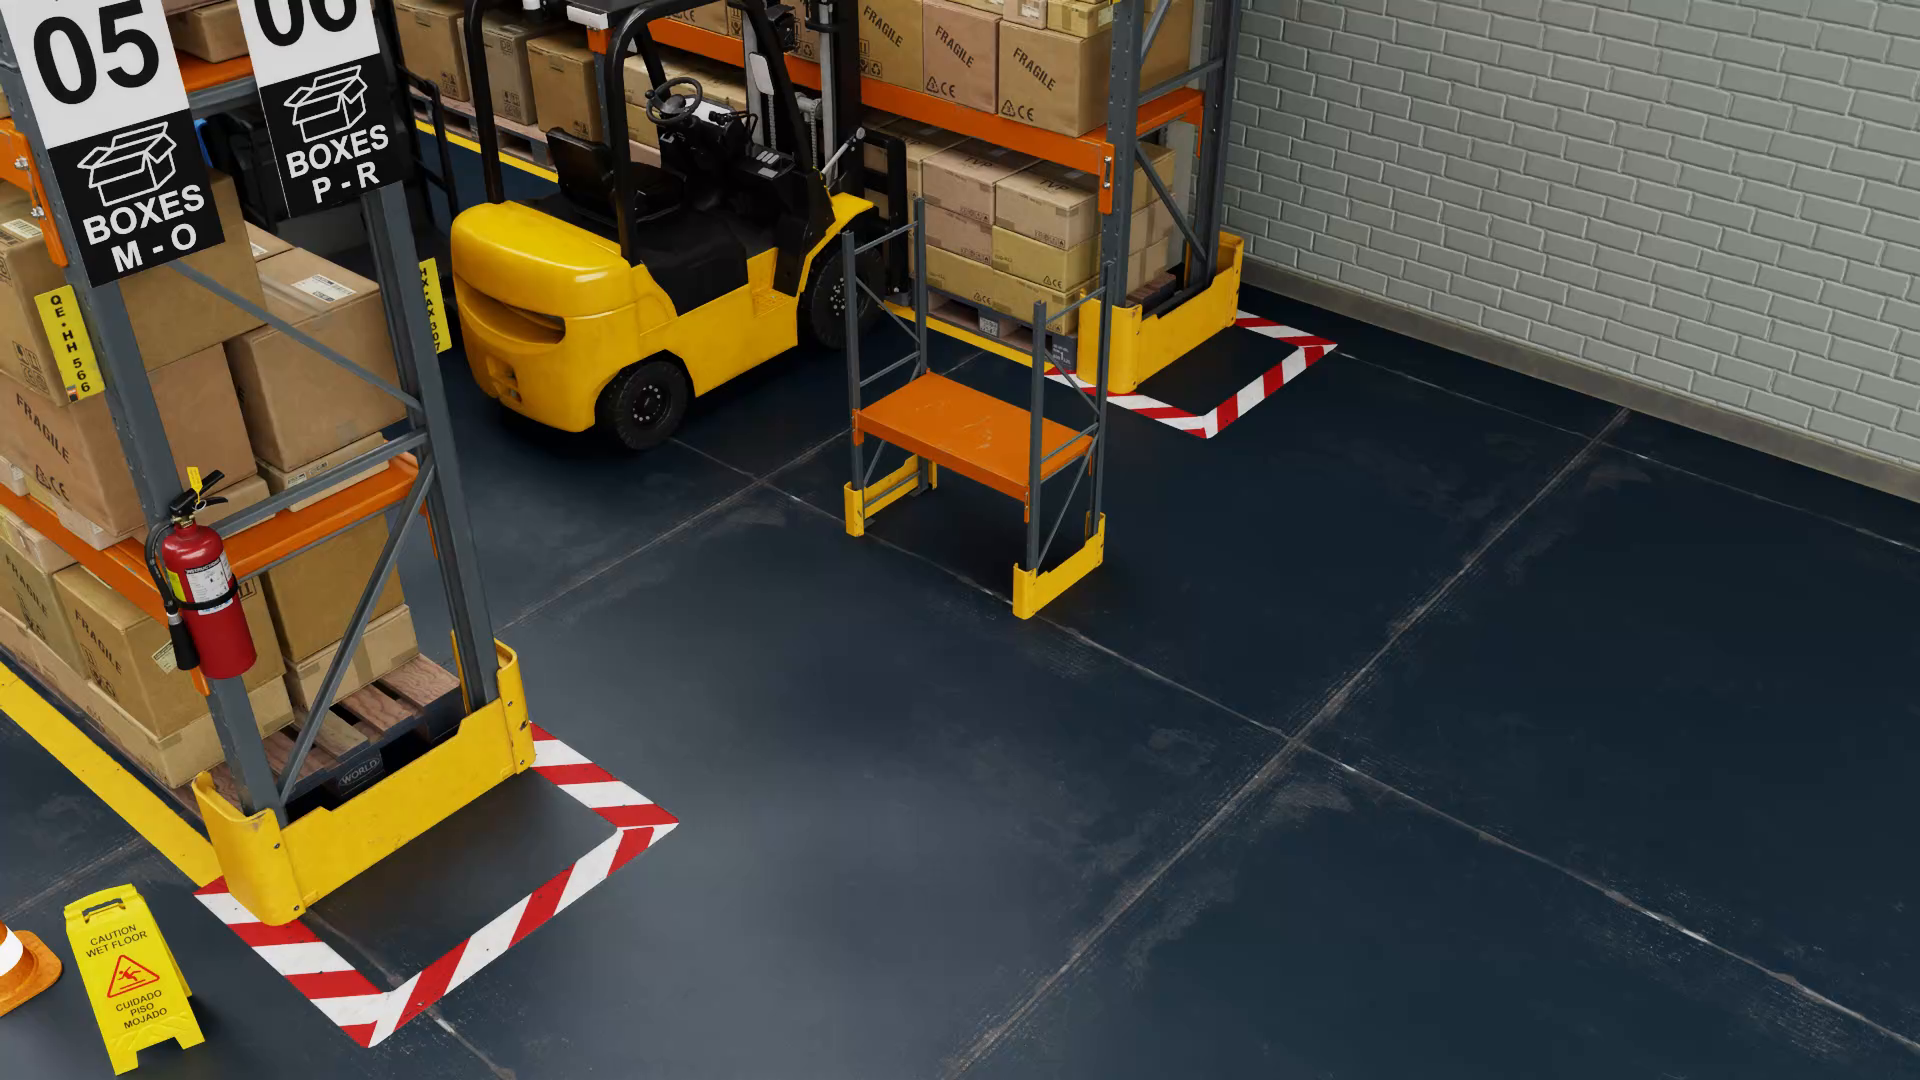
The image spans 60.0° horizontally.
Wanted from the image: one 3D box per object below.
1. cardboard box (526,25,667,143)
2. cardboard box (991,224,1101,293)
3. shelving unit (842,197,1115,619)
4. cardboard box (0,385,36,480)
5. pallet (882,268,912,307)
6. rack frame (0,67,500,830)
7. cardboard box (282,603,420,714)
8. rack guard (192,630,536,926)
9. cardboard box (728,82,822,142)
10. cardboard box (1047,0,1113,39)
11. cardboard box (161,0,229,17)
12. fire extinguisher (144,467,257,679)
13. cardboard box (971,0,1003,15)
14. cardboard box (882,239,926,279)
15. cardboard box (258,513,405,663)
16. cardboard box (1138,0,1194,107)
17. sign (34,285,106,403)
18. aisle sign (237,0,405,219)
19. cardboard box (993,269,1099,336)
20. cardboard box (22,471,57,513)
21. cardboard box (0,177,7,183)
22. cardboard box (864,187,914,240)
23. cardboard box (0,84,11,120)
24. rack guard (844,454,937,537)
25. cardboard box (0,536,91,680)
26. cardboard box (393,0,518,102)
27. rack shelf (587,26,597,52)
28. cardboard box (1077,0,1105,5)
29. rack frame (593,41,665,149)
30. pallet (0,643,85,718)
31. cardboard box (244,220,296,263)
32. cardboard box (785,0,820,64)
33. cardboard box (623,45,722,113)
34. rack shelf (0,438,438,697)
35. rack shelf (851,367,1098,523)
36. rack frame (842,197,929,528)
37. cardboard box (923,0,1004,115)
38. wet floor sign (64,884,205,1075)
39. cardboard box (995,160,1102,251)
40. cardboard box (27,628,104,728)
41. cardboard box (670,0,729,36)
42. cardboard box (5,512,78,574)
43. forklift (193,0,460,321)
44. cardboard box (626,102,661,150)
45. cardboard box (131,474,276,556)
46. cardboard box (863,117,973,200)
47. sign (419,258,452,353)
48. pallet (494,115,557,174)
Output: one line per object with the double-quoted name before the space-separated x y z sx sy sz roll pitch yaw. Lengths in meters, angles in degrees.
"cardboard box" -2.389 -3.153 11.419 0.625 0.625 0.875 27 43 34
"cardboard box" 0.519 -1.612 9.064 0.500 0.250 0.500 25 41 31
"shelving unit" 0.059 -0.591 7.285 1.083 1.500 0.587 25 42 32
"cardboard box" -3.055 -0.589 5.607 0.500 0.500 0.500 25 42 32
"pallet" -0.455 -1.878 10.297 1.213 0.211 1.003 25 42 32
"rack frame" -2.080 -0.165 5.341 0.127 3.000 1.000 25 42 32
"cardboard box" -2.523 0.383 6.601 0.500 0.250 0.500 25 42 31
"rack guard" -2.139 0.838 6.089 0.348 0.500 1.175 25 42 32
"cardboard box" -1.034 -2.550 9.989 0.500 0.250 0.500 27 43 33
"cardboard box" 0.647 -2.638 8.281 0.250 0.149 0.380 26 42 32
"cardboard box" -2.296 -1.761 4.884 0.500 0.250 0.500 24 41 31
"fire extinguisher" -2.287 0.109 5.011 0.183 0.674 0.296 25 42 32
"cardboard box" 0.271 -2.839 8.573 0.250 0.149 0.380 26 42 33
"cardboard box" -0.225 -1.768 9.733 0.500 0.250 0.500 26 42 32
"cardboard box" -2.542 0.065 6.401 0.500 0.500 0.500 24 41 30
"cardboard box" 0.890 -2.668 8.897 0.500 0.500 0.500 27 43 33
"sign" -2.451 -0.539 4.583 0.005 0.325 0.100 25 42 32
"aisle sign" -1.834 -1.349 4.769 0.004 0.787 0.394 25 42 32
"cardboard box" 0.530 -1.399 9.195 0.500 0.250 0.500 26 42 32
"cardboard box" -2.953 -0.250 5.686 0.250 0.149 0.380 24 41 31
"cardboard box" -2.997 -1.018 5.348 0.500 0.500 0.700 26 42 32
"cardboard box" -0.270 -1.976 9.595 0.500 0.250 0.500 24 41 31
"cardboard box" -2.533 -1.306 4.574 0.250 0.149 0.380 25 42 32
"rack guard" -0.324 -0.256 7.902 0.087 0.250 0.587 25 42 32
"cardboard box" -3.266 0.122 6.319 0.500 0.500 0.500 27 43 33
"cardboard box" -3.560 -3.709 12.228 0.625 0.625 0.875 23 41 30
"rack shelf" -3.518 -4.203 11.856 4.000 0.370 1.077 25 42 32
"cardboard box" 0.683 -2.795 8.247 0.250 0.149 0.380 25 42 32
"rack frame" -1.981 -3.775 10.597 0.127 3.000 1.000 25 42 32
"pallet" -3.674 0.205 7.265 1.213 0.211 1.003 25 42 32
"cardboard box" -2.667 -0.808 5.925 0.500 0.500 0.500 27 43 33
"cardboard box" -0.634 -2.986 9.360 0.500 0.500 0.500 26 42 32
"cardboard box" -1.810 -2.915 10.520 0.500 0.250 0.500 25 41 31
"rack shelf" -3.617 -0.593 6.600 4.000 0.370 1.077 25 42 32
"rack shelf" 0.066 -0.439 7.382 1.000 0.185 0.538 25 42 32
"rack frame" -0.325 -0.771 7.549 0.032 1.500 0.500 25 42 32
"cardboard box" 0.154 -2.623 8.832 0.500 0.500 0.500 27 43 33
"wet floor sign" -2.619 1.340 5.229 0.267 0.644 0.232 -18 38 -25
"cardboard box" 0.539 -1.809 8.909 0.500 0.250 0.500 27 43 33
"cardboard box" -3.267 0.428 6.535 0.500 0.250 0.500 25 42 32
"cardboard box" -1.396 -3.361 9.905 0.500 0.500 0.500 26 42 33
"cardboard box" -3.188 -0.062 6.013 0.250 0.149 0.380 27 43 33
"forklift" -3.392 -2.487 8.783 1.130 2.935 3.031 -24 41 -31
"cardboard box" -1.807 -2.711 10.665 0.500 0.250 0.500 25 42 32
"cardboard box" -2.504 -0.104 5.474 0.250 0.149 0.380 27 43 33
"cardboard box" -0.251 -2.170 9.435 0.500 0.250 0.500 26 42 32
"sign" -1.733 -0.758 5.440 0.005 0.325 0.100 25 42 32
"pallet" -2.572 -2.876 11.751 1.213 0.211 1.003 25 42 32
